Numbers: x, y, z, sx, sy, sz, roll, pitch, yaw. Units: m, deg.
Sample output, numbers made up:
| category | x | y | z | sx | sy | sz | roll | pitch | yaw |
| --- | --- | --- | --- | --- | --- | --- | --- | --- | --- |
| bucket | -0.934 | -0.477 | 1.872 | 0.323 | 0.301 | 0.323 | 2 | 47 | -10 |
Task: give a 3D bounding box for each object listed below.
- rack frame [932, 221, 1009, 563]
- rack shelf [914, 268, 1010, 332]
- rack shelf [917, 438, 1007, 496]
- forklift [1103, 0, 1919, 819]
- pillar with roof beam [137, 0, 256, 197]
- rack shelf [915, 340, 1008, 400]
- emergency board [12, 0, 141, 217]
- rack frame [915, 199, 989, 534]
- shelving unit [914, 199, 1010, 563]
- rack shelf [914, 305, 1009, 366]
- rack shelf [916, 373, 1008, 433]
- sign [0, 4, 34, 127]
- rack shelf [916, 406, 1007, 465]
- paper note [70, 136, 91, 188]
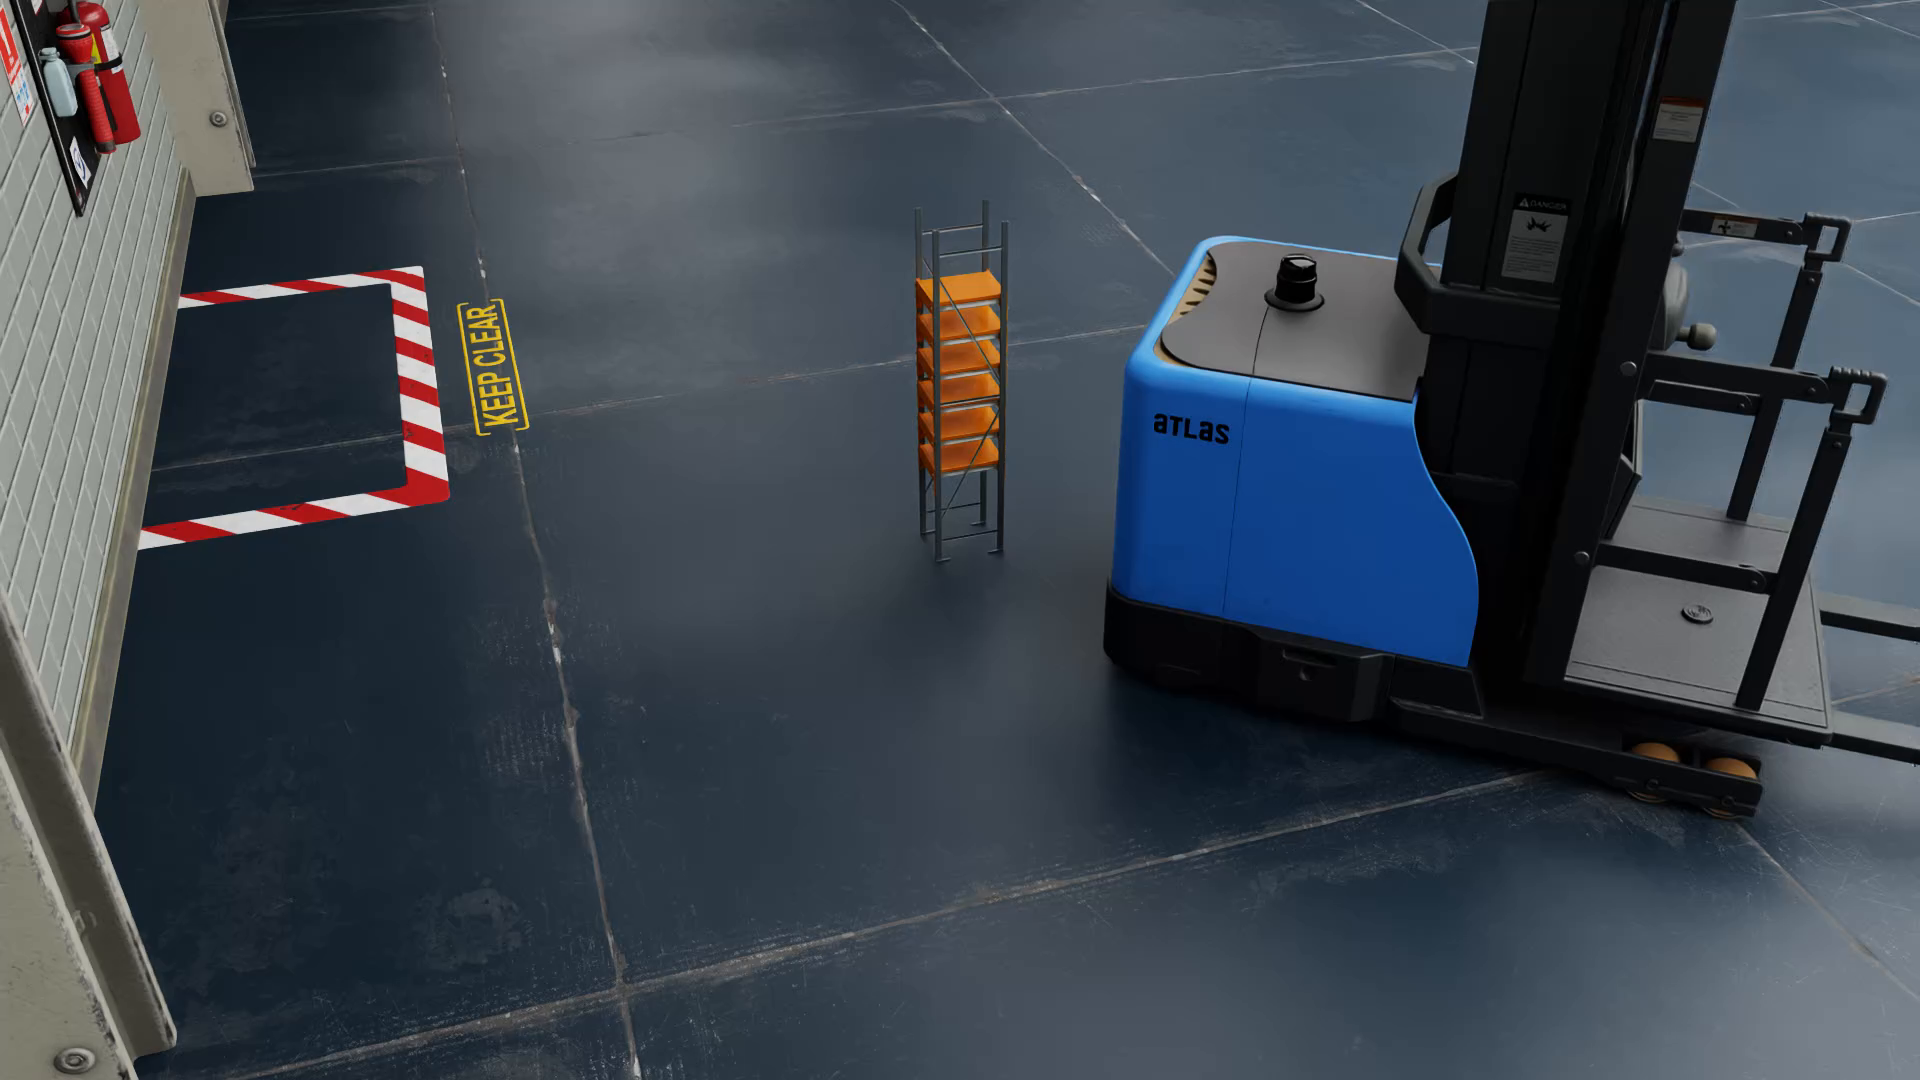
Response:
| category | x | y | z | sx | sy | sz | roll | pitch | yaw |
| --- | --- | --- | --- | --- | --- | --- | --- | --- | --- |
| rack frame | 0.032 | -0.445 | 5.335 | 0.240 | 1.200 | 0.006 | -10 | 35 | -15 |
| rack shelf | 0.004 | -0.756 | 5.234 | 0.258 | 0.103 | 0.180 | -10 | 35 | -15 |
| rack shelf | 0.004 | -0.256 | 5.565 | 0.258 | 0.103 | 0.180 | -10 | 35 | -15 |
| forklift | 2.014 | -0.786 | 4.281 | 3.031 | 2.935 | 1.130 | 11 | 35 | 16 |
| pillar with roof beam | 0.309 | -6.328 | 7.164 | 9.100 | 9.000 | 0.400 | -10 | 35 | -15 |
| rack shelf | 0.004 | -0.556 | 5.366 | 0.258 | 0.103 | 0.180 | -10 | 35 | -15 |
| emergency board | -3.073 | -1.797 | 5.749 | 0.194 | 1.169 | 0.643 | -10 | 35 | -15 |
| rack frame | -0.023 | -0.541 | 5.480 | 0.240 | 1.200 | 0.006 | -10 | 35 | -15 |
| shelving unit | 0.004 | -0.493 | 5.408 | 0.258 | 1.200 | 0.189 | -10 | 35 | -15 |
| rack shelf | 0.004 | -0.656 | 5.300 | 0.258 | 0.103 | 0.180 | -10 | 35 | -15 |
| rack shelf | 0.004 | -0.456 | 5.432 | 0.258 | 0.103 | 0.180 | -10 | 35 | -15 |
| sign | -3.002 | -1.505 | 5.274 | 0.001 | 0.329 | 0.234 | -10 | 35 | -15 |
| rack shelf | 0.004 | -0.356 | 5.498 | 0.258 | 0.103 | 0.180 | -10 | 35 | -15 |
| paper note | -3.085 | -1.325 | 5.834 | 0.016 | 0.148 | 0.142 | -10 | 35 | -15 |
